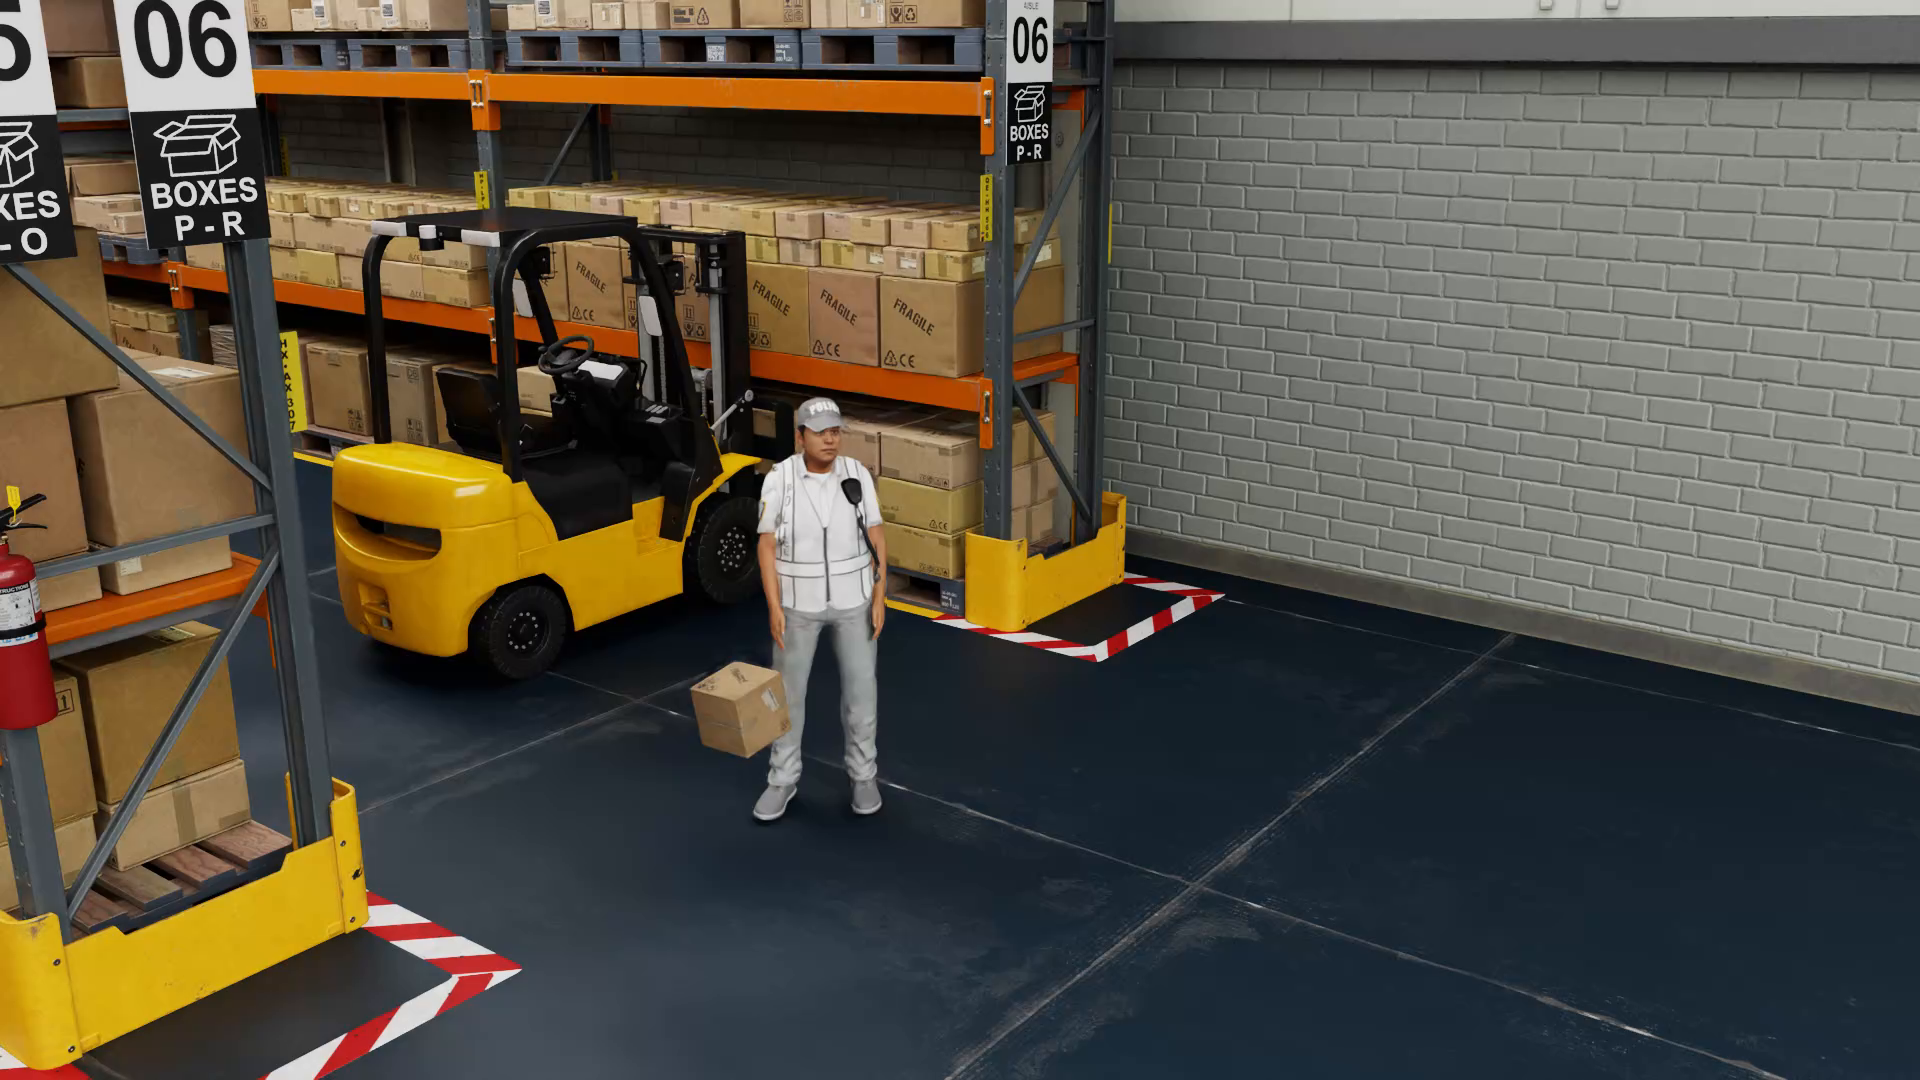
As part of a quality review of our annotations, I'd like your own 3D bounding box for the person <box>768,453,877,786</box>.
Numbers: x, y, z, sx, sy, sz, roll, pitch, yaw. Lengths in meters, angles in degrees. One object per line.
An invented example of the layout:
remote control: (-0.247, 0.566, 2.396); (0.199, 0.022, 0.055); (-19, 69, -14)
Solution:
person: (-0.560, 0.342, 6.630); (0.457, 1.375, 0.372); (-4, 17, -12)
